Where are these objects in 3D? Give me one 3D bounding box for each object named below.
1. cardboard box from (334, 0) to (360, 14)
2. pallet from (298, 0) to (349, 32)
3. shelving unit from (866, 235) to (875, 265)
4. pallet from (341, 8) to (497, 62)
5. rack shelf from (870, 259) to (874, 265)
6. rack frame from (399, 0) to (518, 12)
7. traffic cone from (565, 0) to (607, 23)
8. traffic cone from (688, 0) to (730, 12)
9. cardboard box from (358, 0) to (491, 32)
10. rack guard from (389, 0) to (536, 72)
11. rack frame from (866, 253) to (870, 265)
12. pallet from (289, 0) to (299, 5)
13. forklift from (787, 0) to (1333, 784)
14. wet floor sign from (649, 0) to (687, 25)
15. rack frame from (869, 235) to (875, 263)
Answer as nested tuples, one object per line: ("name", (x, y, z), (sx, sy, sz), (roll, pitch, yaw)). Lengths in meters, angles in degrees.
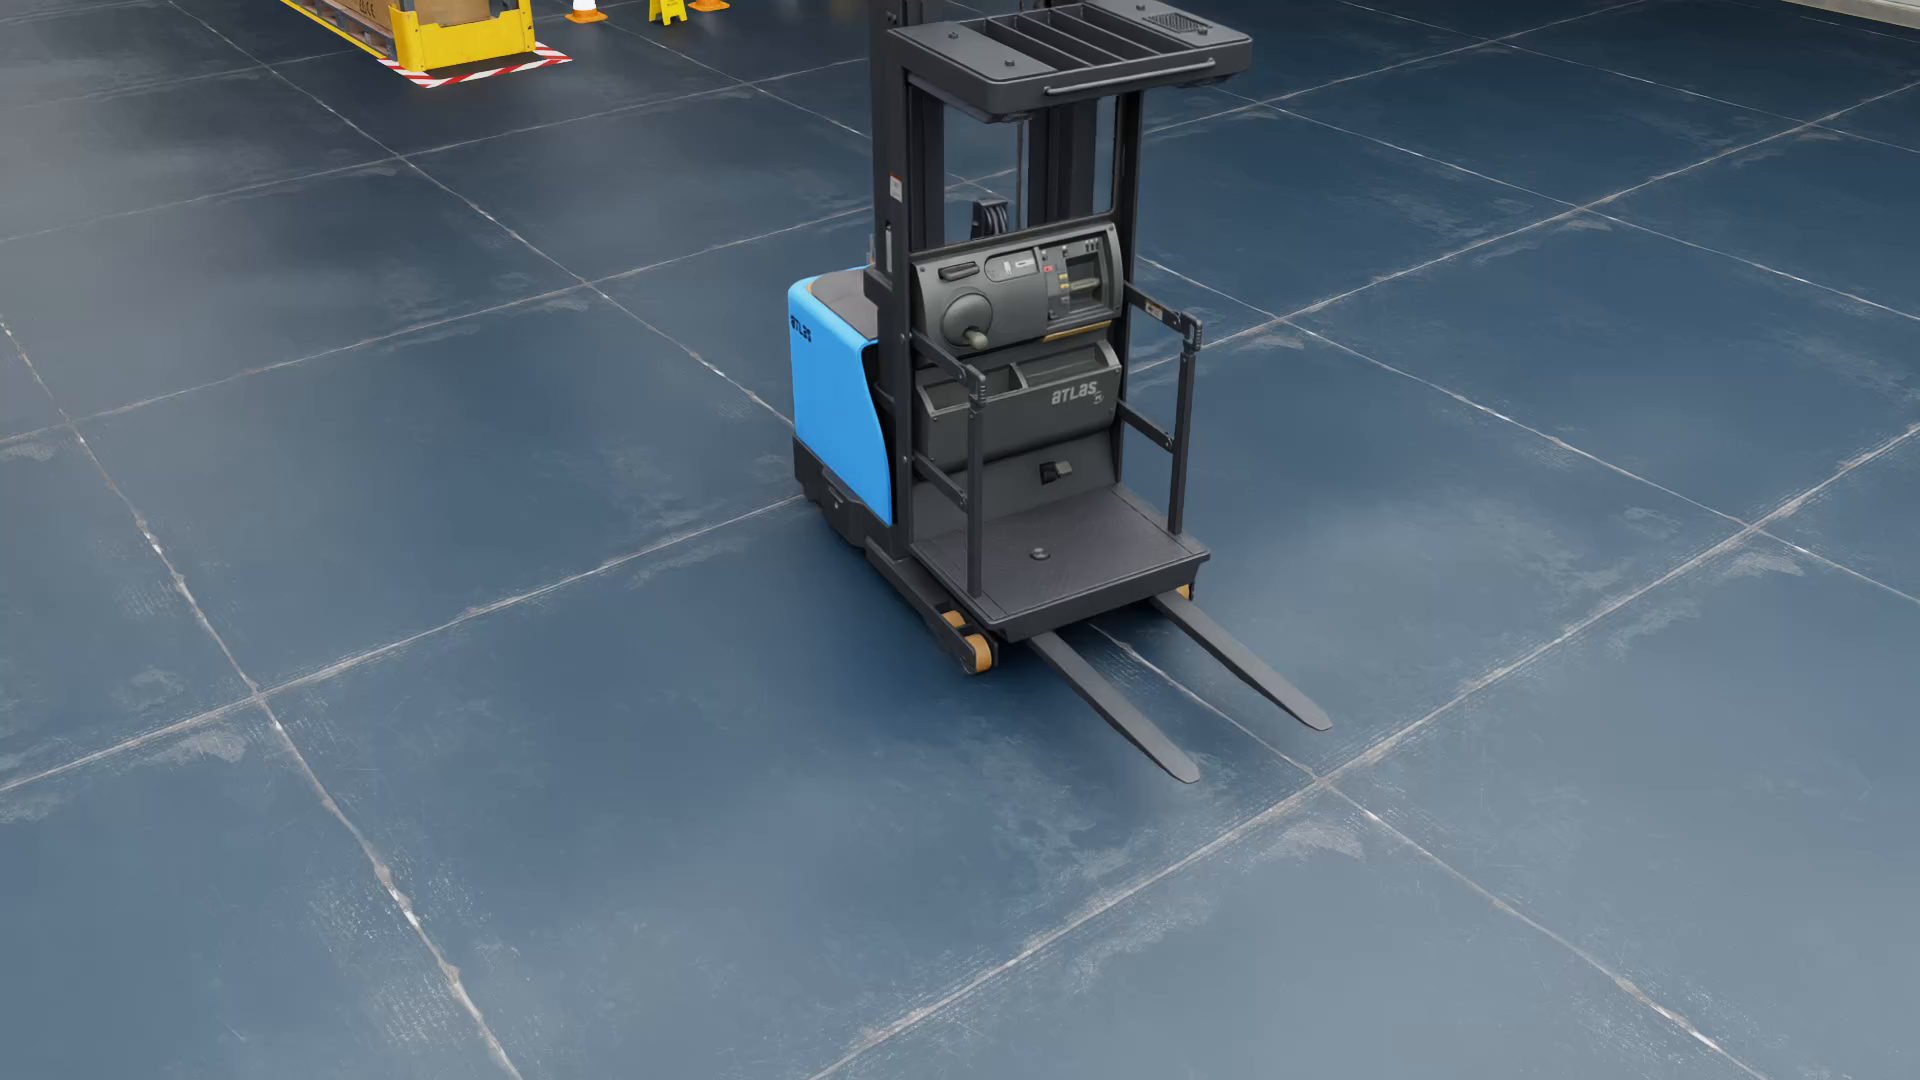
("cardboard box", (-5.329, -5.421, 15.251), (0.875, 0.875, 0.875), (-23, 39, -32))
("pallet", (-5.616, -5.149, 15.841), (1.003, 0.211, 1.213), (-22, 38, -31))
("shelving unit", (-0.348, -0.985, 8.337), (0.215, 1.050, 0.252), (0, 31, 1))
("pallet", (-4.872, -4.641, 15.023), (1.003, 0.211, 1.213), (-22, 38, -31))
("rack shelf", (-0.348, -1.219, 8.196), (0.215, 0.259, 0.240), (0, 31, 1))
("rack frame", (-4.320, -5.518, 13.791), (1.000, 3.000, 0.127), (-22, 38, -31))
("traffic cone", (-3.523, -5.121, 15.556), (0.336, 0.463, 0.334), (-22, 38, -31))
("traffic cone", (-2.422, -5.345, 15.917), (0.336, 0.463, 0.334), (-22, 38, -31))
("cardboard box", (-4.788, -5.055, 14.661), (0.875, 0.875, 0.875), (-22, 38, -31))
("rack guard", (-4.305, -4.446, 14.434), (1.175, 0.500, 0.348), (-22, 38, -31))
("rack frame", (-0.350, -0.922, 8.232), (0.200, 1.050, 0.008), (0, 31, 1))
("pallet", (-6.368, -5.658, 16.660), (1.003, 0.211, 1.213), (-22, 38, -31))
("forklift", (0.357, -0.968, 6.531), (1.130, 2.935, 3.031), (-17, 36, -25))
("wet floor sign", (-2.738, -5.146, 15.424), (0.232, 0.644, 0.267), (26, 40, 35))
("rack frame", (-0.346, -1.048, 8.441), (0.200, 1.050, 0.008), (0, 31, 1))
